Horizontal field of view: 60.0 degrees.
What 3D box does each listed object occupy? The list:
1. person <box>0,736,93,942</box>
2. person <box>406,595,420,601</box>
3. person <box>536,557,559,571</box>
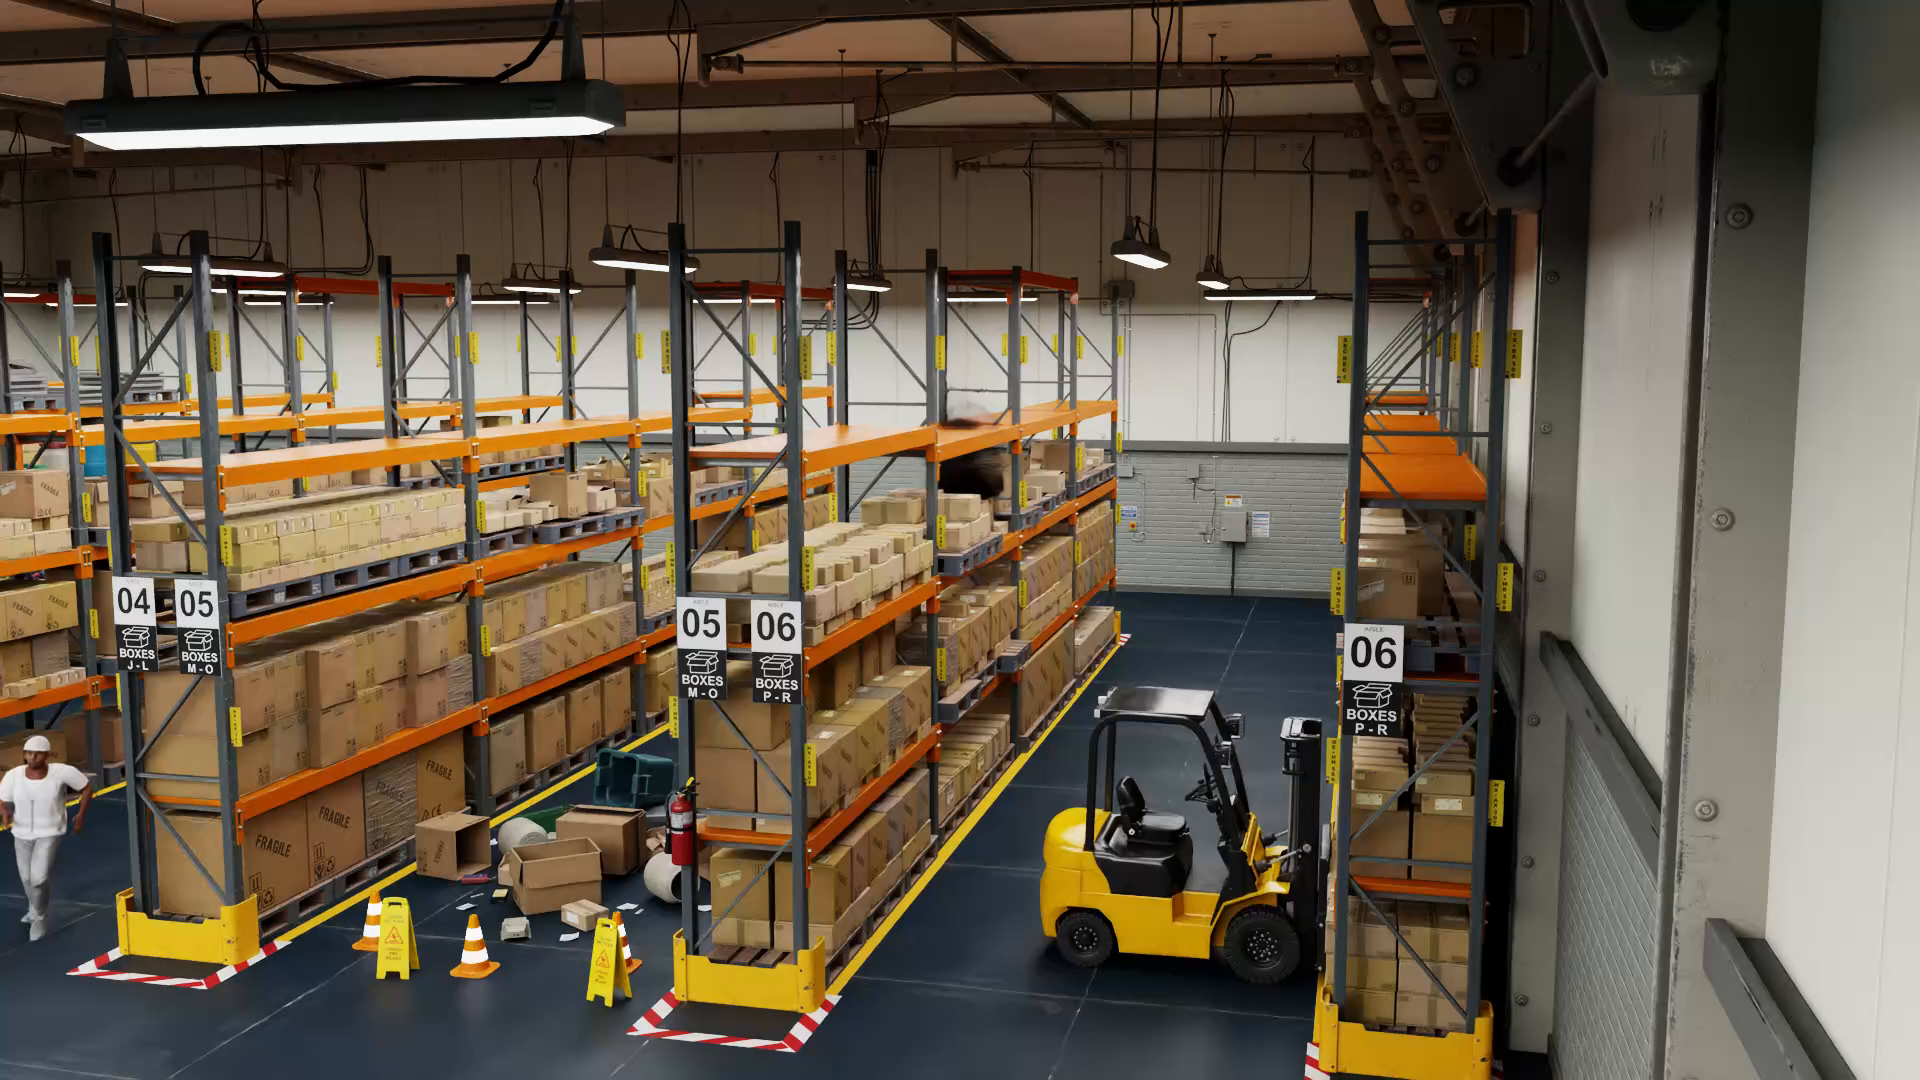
[{"bbox_3d":[-7.936,2.563,14.375,0.720,1.799,0.733,-1,7,-7],"label":"person"},{"bbox_3d":[-7.454,1.558,22.863,0.562,1.656,0.926,1,7,5],"label":"person"},{"bbox_3d":[-6.605,0.998,26.866,0.665,1.768,0.980,1,7,9],"label":"person"}]
